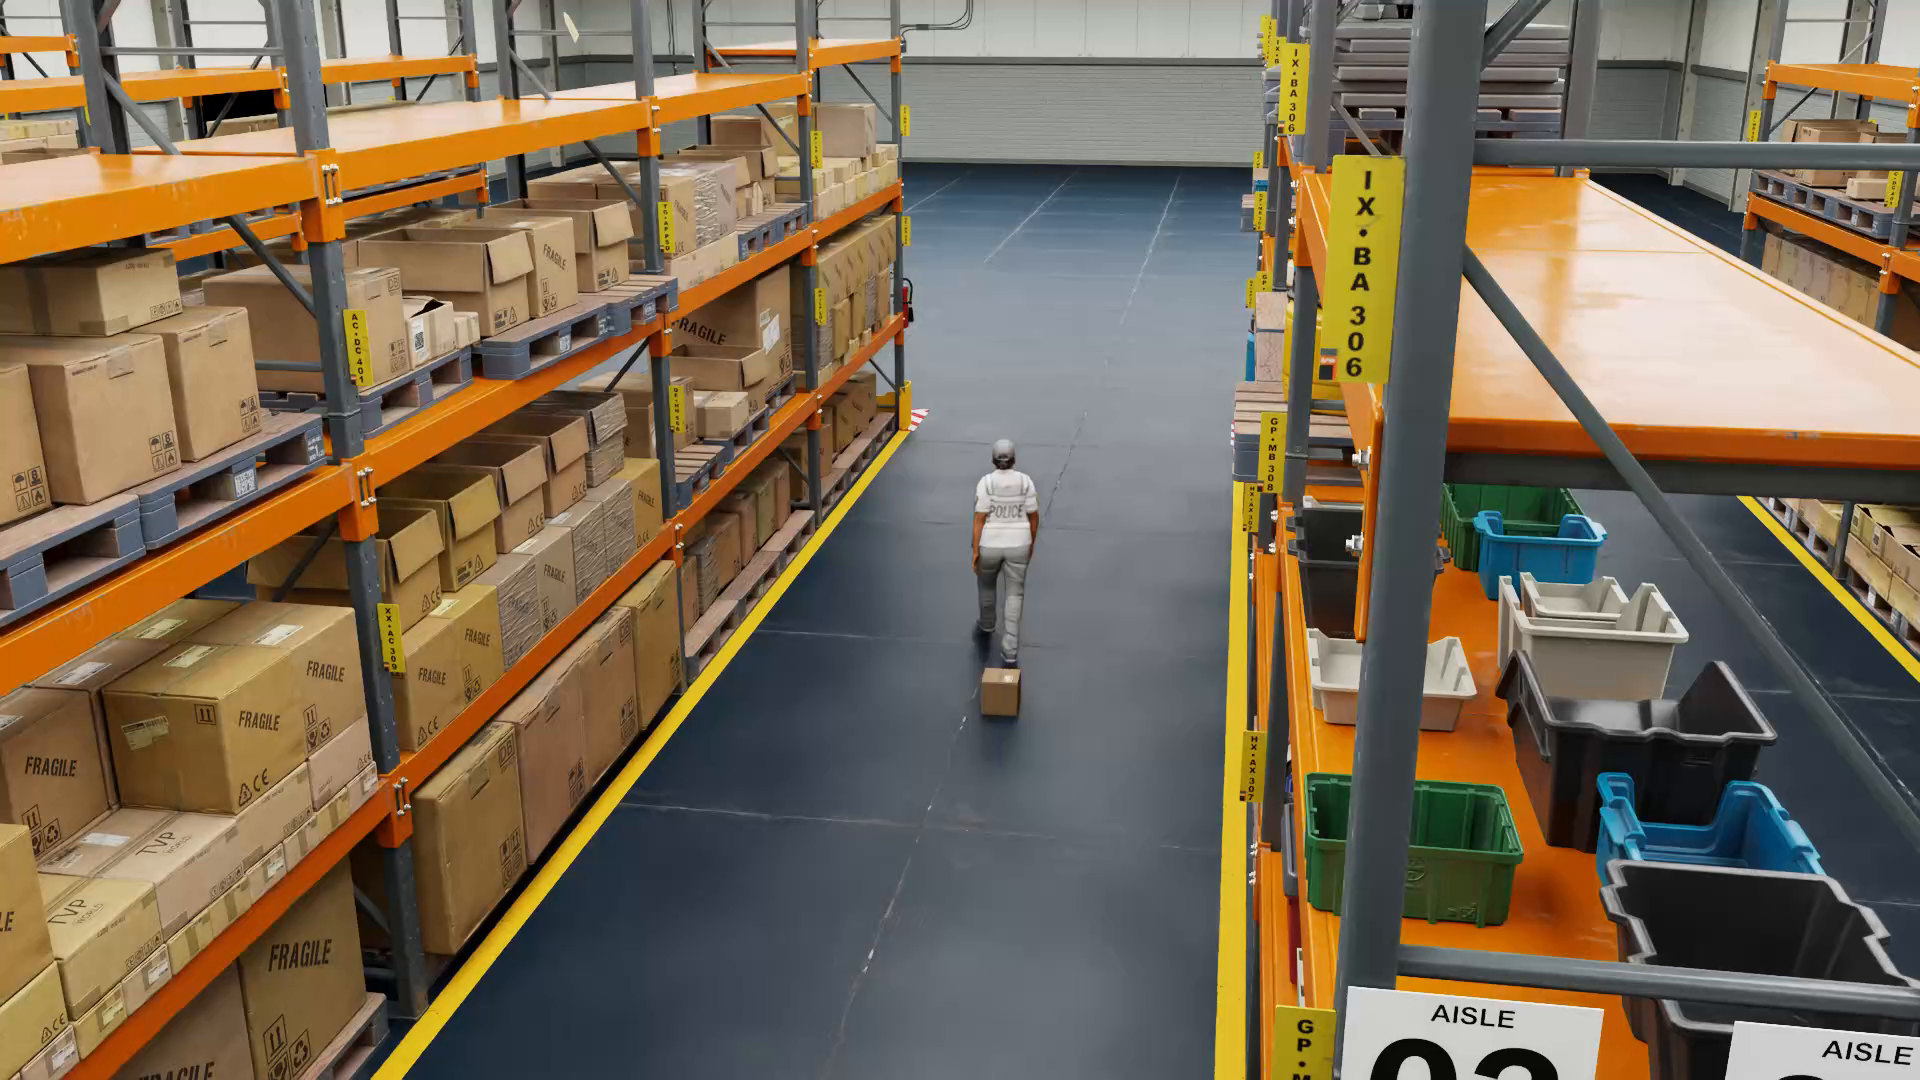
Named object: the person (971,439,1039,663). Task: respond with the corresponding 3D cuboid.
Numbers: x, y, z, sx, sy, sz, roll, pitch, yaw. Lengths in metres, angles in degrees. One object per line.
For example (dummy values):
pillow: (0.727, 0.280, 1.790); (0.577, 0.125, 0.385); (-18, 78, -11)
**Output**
person: (0.334, 0.028, 12.456); (0.507, 1.590, 0.999); (0, 18, -1)
